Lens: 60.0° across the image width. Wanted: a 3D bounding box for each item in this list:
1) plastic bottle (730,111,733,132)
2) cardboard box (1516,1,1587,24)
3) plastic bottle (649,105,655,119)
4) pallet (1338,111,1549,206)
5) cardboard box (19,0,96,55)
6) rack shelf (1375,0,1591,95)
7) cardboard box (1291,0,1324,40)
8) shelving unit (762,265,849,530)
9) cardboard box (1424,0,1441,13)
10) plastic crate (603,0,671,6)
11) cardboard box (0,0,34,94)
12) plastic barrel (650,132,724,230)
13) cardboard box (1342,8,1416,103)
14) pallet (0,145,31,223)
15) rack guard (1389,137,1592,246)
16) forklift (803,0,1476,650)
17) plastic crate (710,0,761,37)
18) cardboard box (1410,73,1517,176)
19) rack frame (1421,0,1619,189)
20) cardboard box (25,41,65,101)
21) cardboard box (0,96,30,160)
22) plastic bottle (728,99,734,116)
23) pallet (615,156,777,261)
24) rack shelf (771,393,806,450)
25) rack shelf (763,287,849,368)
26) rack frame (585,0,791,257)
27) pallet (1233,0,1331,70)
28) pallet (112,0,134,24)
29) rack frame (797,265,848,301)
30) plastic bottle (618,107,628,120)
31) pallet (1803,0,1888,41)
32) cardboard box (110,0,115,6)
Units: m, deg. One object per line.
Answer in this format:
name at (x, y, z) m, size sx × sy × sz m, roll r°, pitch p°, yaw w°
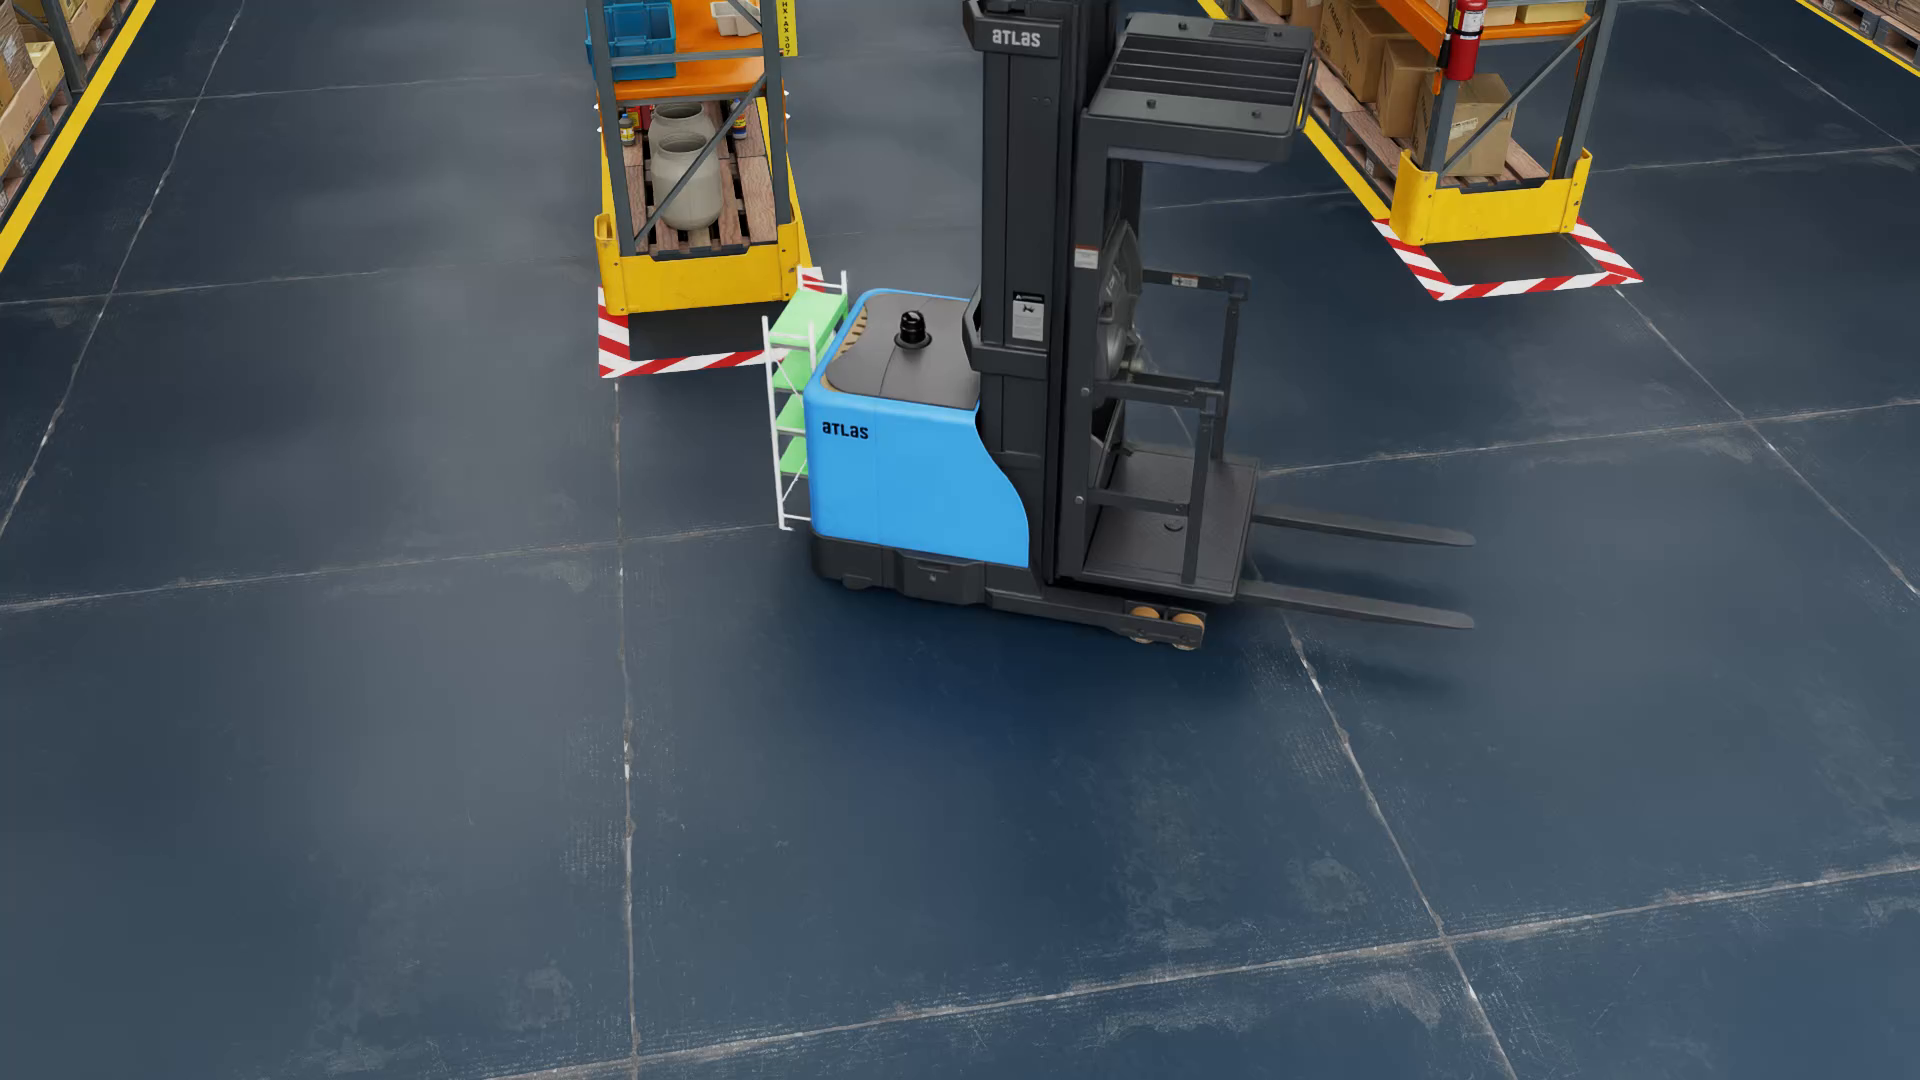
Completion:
plastic bottle at (-1.519, -2.894, 11.353) m, size 0.097 × 0.201 × 0.097 m, roll 0°, pitch 38°, yaw 0°
cardboard box at (3.571, -3.266, 10.114) m, size 0.380 × 0.149 × 0.250 m, roll -6°, pitch 38°, yaw -8°
plastic bottle at (-2.165, -3.029, 11.526) m, size 0.097 × 0.201 × 0.097 m, roll 0°, pitch 38°, yaw 0°
pallet at (3.266, -2.607, 11.333) m, size 1.003 × 0.211 × 1.213 m, roll -6°, pitch 38°, yaw -8°
cardboard box at (-6.895, -3.870, 12.586) m, size 0.500 × 0.250 × 0.500 m, roll -7°, pitch 38°, yaw -9°
rack shelf at (3.036, -4.091, 11.558) m, size 1.077 × 0.370 × 4.000 m, roll -6°, pitch 38°, yaw -8°
cardboard box at (2.824, -4.171, 12.769) m, size 0.500 × 0.500 × 0.500 m, roll 5°, pitch 38°, yaw 7°
shelving unit at (-0.713, -0.660, 8.022) m, size 0.258 × 1.200 × 0.503 m, roll 9°, pitch 39°, yaw 11°
cardboard box at (3.090, -3.369, 10.246) m, size 0.380 × 0.149 × 0.250 m, roll -6°, pitch 38°, yaw -8°
plastic crate at (-1.980, -3.239, 9.995) m, size 0.499 × 0.251 × 0.408 m, roll -6°, pitch 38°, yaw -8°
cardboard box at (-6.695, -3.336, 11.287) m, size 0.500 × 0.500 × 0.500 m, roll -6°, pitch 38°, yaw -8°
plastic barrel at (-1.680, -2.207, 10.232) m, size 0.421 × 0.512 × 0.421 m, roll 0°, pitch 38°, yaw 0°
cardboard box at (3.064, -3.463, 11.857) m, size 0.500 × 0.500 × 0.500 m, roll -3°, pitch 38°, yaw -4°
pallet at (-6.753, -2.196, 10.804) m, size 1.003 × 0.211 × 1.213 m, roll -6°, pitch 38°, yaw -8°
rack guard at (3.373, -2.226, 10.608) m, size 1.175 × 0.500 × 0.348 m, roll -6°, pitch 38°, yaw -8°
forklift at (0.870, -1.023, 7.077) m, size 3.031 × 2.935 × 1.130 m, roll 9°, pitch 39°, yaw 11°
plastic crate at (-1.330, -3.106, 9.917) m, size 0.298 × 0.136 × 0.250 m, roll -6°, pitch 38°, yaw -8°
cardboard box at (3.294, -2.725, 10.908) m, size 0.500 × 0.500 × 0.500 m, roll 0°, pitch 38°, yaw 1°
rack frame at (3.387, -3.167, 9.782) m, size 1.000 × 3.000 × 0.127 m, roll -6°, pitch 38°, yaw -8°
cardboard box at (-6.772, -3.344, 11.908) m, size 0.500 × 0.250 × 0.500 m, roll -6°, pitch 38°, yaw -8°
cardboard box at (-6.592, -2.740, 11.131) m, size 0.500 × 0.250 × 0.500 m, roll -6°, pitch 38°, yaw -8°
plastic bottle at (-1.561, -3.067, 11.517) m, size 0.097 × 0.271 × 0.097 m, roll 0°, pitch 38°, yaw 0°
pallet at (-1.686, -2.066, 10.637) m, size 1.003 × 0.211 × 1.213 m, roll -6°, pitch 38°, yaw -8°
rack shelf at (-0.713, -0.610, 8.061) m, size 0.258 × 0.148 × 0.480 m, roll 9°, pitch 39°, yaw 11°
rack shelf at (-0.713, -0.989, 7.766) m, size 0.258 × 0.148 × 0.480 m, roll 9°, pitch 39°, yaw 11°
rack frame at (-1.490, -2.635, 9.096) m, size 1.000 × 3.000 × 0.127 m, roll -6°, pitch 38°, yaw -8°
pallet at (2.838, -4.080, 13.230) m, size 1.003 × 0.211 × 1.213 m, roll -6°, pitch 38°, yaw -8°
pallet at (-7.453, -4.598, 13.897) m, size 1.003 × 0.211 × 1.213 m, roll -6°, pitch 38°, yaw -8°
rack frame at (-0.653, -0.805, 8.208) m, size 0.240 × 1.200 × 0.015 m, roll 9°, pitch 39°, yaw 11°
plastic bottle at (-2.282, -2.866, 11.250) m, size 0.061 × 0.283 × 0.133 m, roll -5°, pitch 38°, yaw -7°
pallet at (7.643, -4.487, 13.753) m, size 1.003 × 0.211 × 1.213 m, roll -6°, pitch 38°, yaw -8°
cardboard box at (-7.077, -4.492, 13.386) m, size 0.500 × 0.250 × 0.500 m, roll -7°, pitch 38°, yaw -9°
